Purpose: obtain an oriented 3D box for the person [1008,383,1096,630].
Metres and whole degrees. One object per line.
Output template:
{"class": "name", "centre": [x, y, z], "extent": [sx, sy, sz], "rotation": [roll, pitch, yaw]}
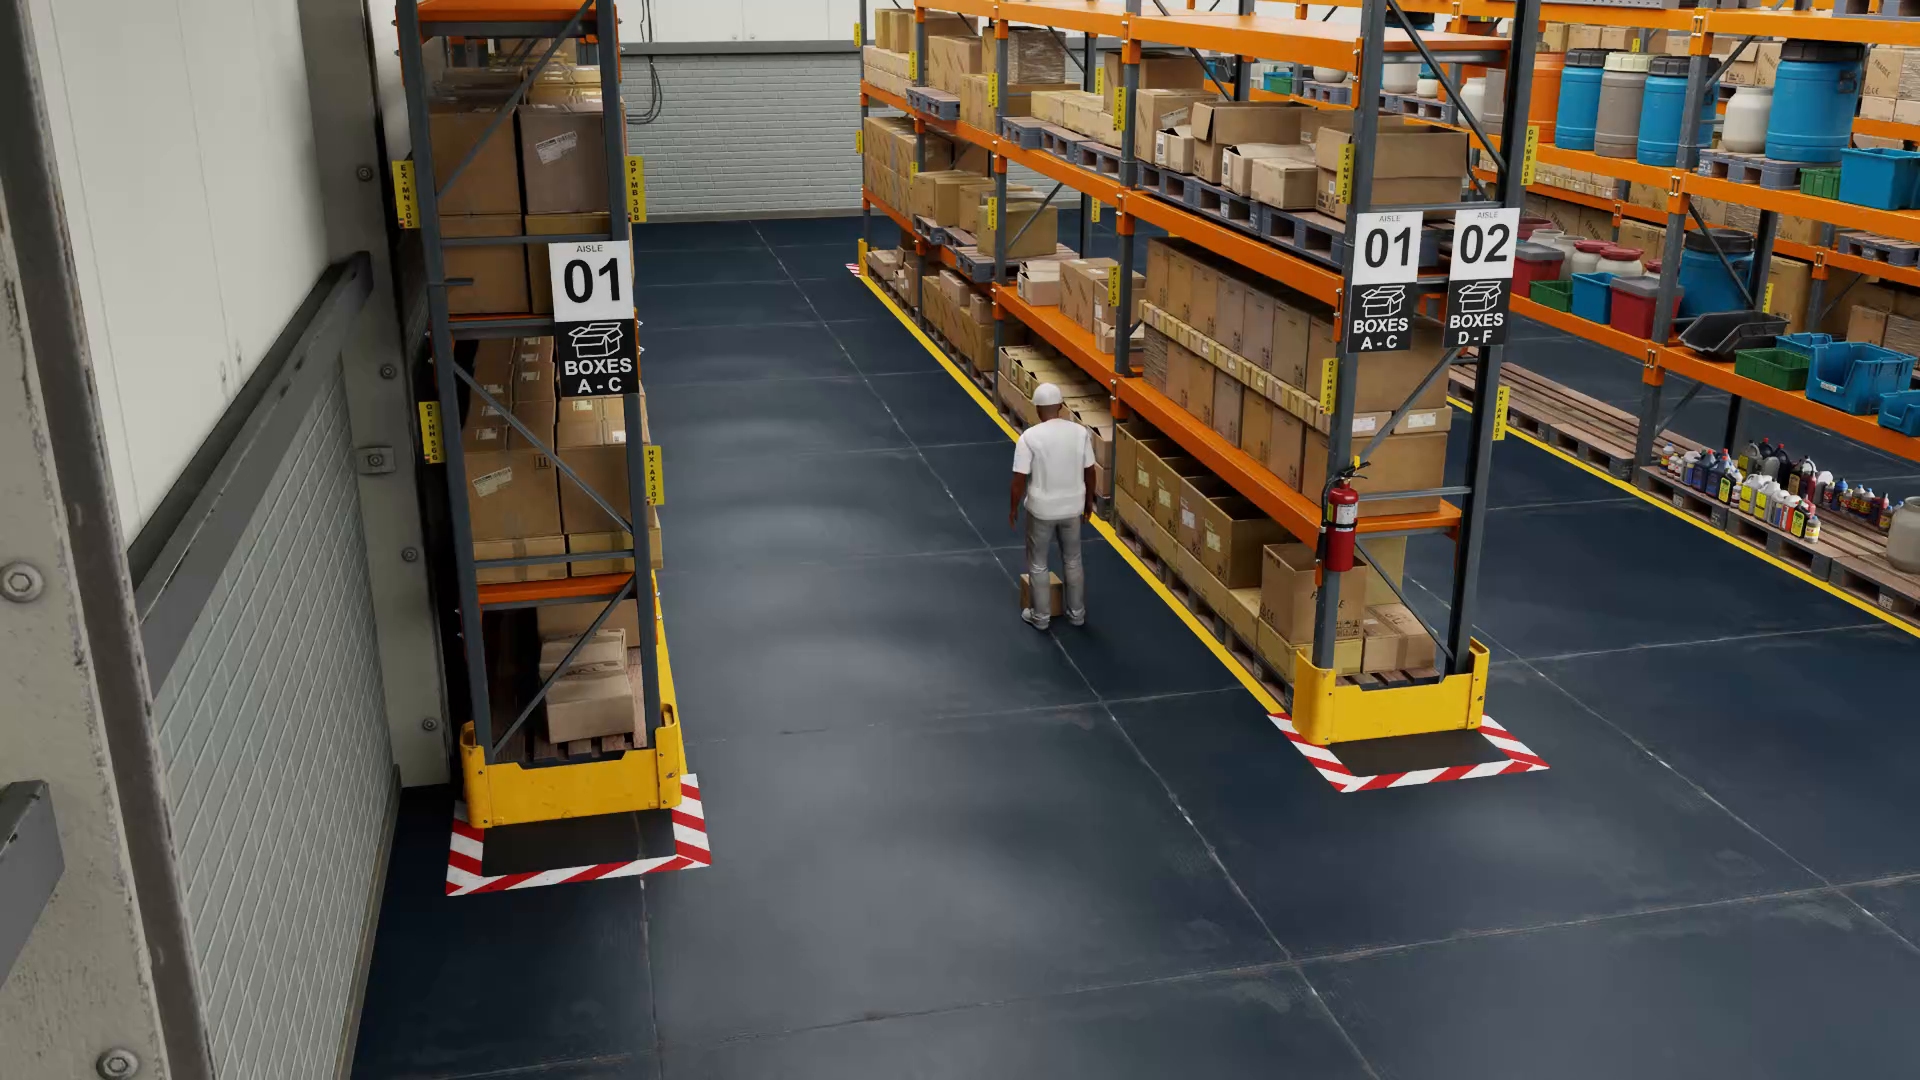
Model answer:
{"class": "person", "centre": [0.647, -0.237, 11.712], "extent": [0.636, 1.761, 0.454], "rotation": [-6, 20, -15]}
